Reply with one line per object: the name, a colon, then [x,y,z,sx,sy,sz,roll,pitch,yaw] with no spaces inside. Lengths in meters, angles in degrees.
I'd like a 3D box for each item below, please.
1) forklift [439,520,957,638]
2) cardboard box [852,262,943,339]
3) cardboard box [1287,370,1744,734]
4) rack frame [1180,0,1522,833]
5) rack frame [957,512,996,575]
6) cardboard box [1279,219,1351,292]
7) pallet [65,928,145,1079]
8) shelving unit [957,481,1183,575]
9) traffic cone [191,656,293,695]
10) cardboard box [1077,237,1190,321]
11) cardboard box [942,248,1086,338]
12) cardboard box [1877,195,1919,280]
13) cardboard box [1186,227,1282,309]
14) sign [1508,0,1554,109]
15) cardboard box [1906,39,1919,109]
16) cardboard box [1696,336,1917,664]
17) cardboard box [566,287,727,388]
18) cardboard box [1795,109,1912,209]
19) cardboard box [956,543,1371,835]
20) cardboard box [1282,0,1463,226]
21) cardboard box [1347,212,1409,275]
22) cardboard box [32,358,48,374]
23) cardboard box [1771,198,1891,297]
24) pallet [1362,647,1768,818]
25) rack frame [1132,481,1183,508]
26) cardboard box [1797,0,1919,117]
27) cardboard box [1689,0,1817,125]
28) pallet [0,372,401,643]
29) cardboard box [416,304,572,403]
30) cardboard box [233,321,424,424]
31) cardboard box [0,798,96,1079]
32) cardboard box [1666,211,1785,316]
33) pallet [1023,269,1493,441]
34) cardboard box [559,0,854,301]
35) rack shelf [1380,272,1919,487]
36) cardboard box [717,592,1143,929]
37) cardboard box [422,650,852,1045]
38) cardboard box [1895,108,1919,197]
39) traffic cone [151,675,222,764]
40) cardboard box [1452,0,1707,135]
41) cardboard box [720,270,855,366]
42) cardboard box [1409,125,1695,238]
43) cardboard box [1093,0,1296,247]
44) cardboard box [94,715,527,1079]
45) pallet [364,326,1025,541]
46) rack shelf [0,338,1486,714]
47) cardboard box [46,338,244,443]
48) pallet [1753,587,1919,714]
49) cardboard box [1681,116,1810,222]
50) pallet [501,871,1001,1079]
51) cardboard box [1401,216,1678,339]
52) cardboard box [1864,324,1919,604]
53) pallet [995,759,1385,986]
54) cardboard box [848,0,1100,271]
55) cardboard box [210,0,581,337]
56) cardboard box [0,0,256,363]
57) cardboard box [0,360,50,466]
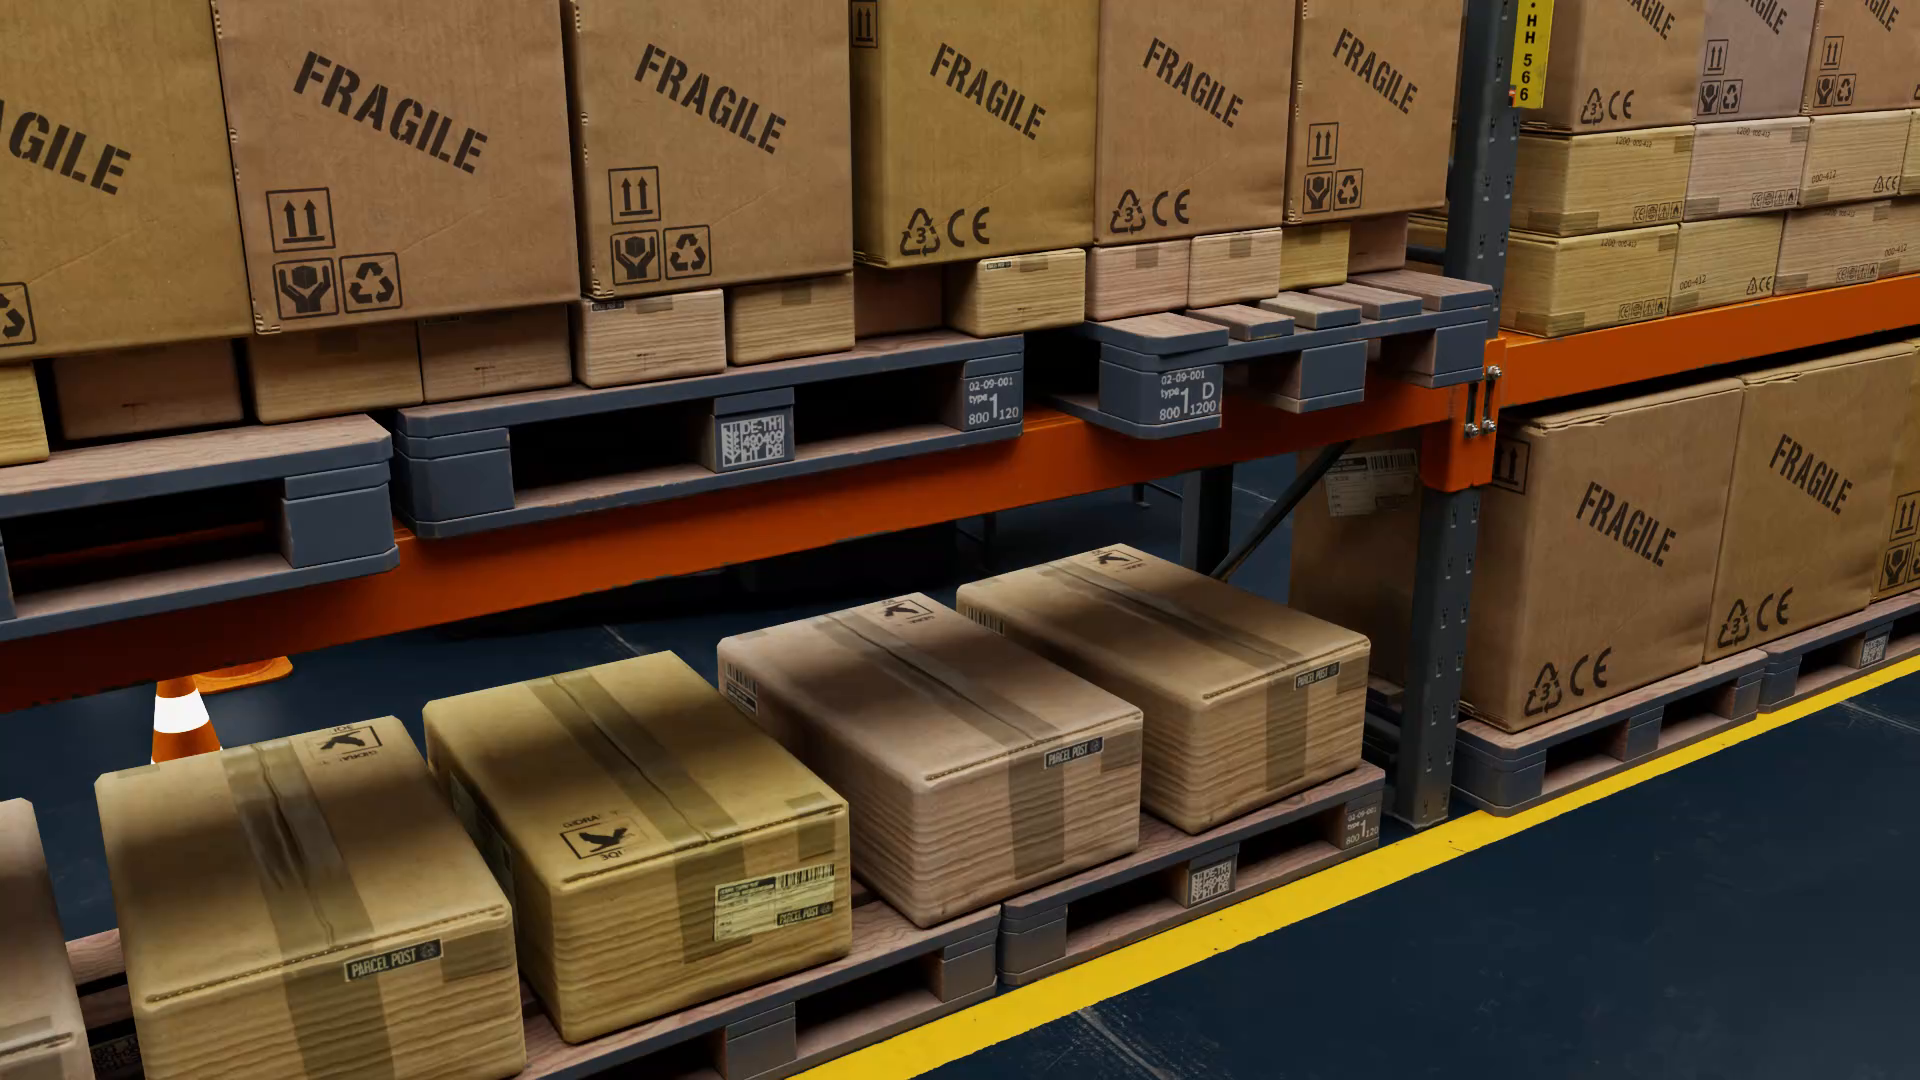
forklift: [-1.589,-1.239,5.833,3.031,2.935,1.130,-5,19,-15]
cardboard box: [-0.237,-0.515,3.321,0.250,0.149,0.380,-12,22,-31]
cardboard box: [1.616,-0.075,4.946,0.875,0.875,0.875,-12,22,-32]
rack frame: [0.993,-0.784,4.379,0.127,3.000,1.000,-12,22,-31]
rack frame: [0.001,-0.649,6.323,0.032,1.500,0.500,-10,21,-28]
cardboard box: [0.665,-0.676,3.798,0.250,0.149,0.380,-12,22,-31]
pallet: [-1.698,1.104,3.148,1.213,0.211,1.003,-12,22,-31]
shelving unit: [0.443,-0.729,6.561,1.048,1.500,0.538,-10,21,-28]
traffic cone: [-2.390,0.211,5.397,0.334,0.463,0.336,-12,22,-31]
cardboard box: [0.264,-0.578,3.506,0.250,0.149,0.380,-13,23,-34]
cardboard box: [0.042,-0.525,3.352,0.250,0.149,0.380,-11,22,-30]
cardboard box: [2.811,-1.005,5.269,0.500,0.250,0.500,-12,22,-31]
cardboard box: [0.479,-0.620,3.631,0.250,0.149,0.380,-12,22,-32]
sign: [1.300,-1.151,3.782,0.005,0.325,0.100,-12,22,-31]
cardboard box: [2.812,-1.591,5.050,0.500,0.500,0.500,-12,22,-31]
cardboard box: [2.363,-0.231,5.407,0.875,0.875,0.875,-12,22,-31]
cardboard box: [-0.608,-0.394,2.963,0.250,0.149,0.380,-11,22,-29]
cardboard box: [2.408,-1.148,4.910,0.500,0.250,0.500,-12,22,-32]
cardboard box: [0.516,0.359,4.446,0.625,0.372,0.950,-14,23,-35]
cardboard box: [0.766,-1.016,3.791,0.500,0.500,0.500,-13,22,-33]
cardboard box: [0.849,-0.743,3.995,0.250,0.149,0.380,-11,22,-29]
cardboard box: [-1.644,-0.420,3.040,0.250,0.149,0.380,-12,22,-32]
cardboard box: [2.401,-0.917,5.009,0.500,0.250,0.500,-11,22,-30]
pallet: [1.693,0.419,5.177,1.213,0.211,1.003,-12,22,-31]
rack frame: [0.885,-0.810,6.799,0.032,1.500,0.500,-10,21,-28]
cardboard box: [2.389,-1.503,4.790,0.500,0.500,0.500,-11,22,-30]
cardboard box: [1.949,-1.416,4.532,0.500,0.500,0.500,-12,22,-31]
pallet: [-1.629,-0.084,2.609,1.213,0.211,1.003,-12,22,-31]
cardboard box: [-0.859,-0.361,2.865,0.250,0.149,0.380,-12,22,-31]
cardboard box: [-1.066,-0.318,2.738,0.250,0.149,0.380,-12,22,-31]
cardboard box: [-1.911,0.874,2.924,0.625,0.372,0.950,-12,22,-31]
cardboard box: [1.959,-0.827,4.740,0.500,0.250,0.500,-13,22,-33]
pallet: [0.457,-0.539,3.954,1.003,0.211,1.213,-12,22,-31]
cardboard box: [-0.537,-0.737,2.966,0.500,0.500,0.500,-13,23,-34]
rack shelf: [2.664,-0.795,5.536,4.000,0.370,1.077,-12,22,-31]
cardboard box: [-0.096,0.491,4.055,0.625,0.372,0.950,-12,22,-32]
cardboard box: [-0.733,0.623,3.665,0.625,0.372,0.950,-11,22,-30]
cardboard box: [2.838,-1.234,5.164,0.500,0.250,0.500,-11,22,-30]
traffic cone: [-2.082,0.530,4.455,0.334,0.463,0.336,-12,22,-31]
cardboard box: [1.540,-1.326,4.266,0.500,0.500,0.500,-13,22,-33]
cardboard box: [-0.402,-0.449,3.125,0.250,0.149,0.380,-13,22,-33]
cardboard box: [1.552,-0.973,4.391,0.500,0.250,0.500,-12,22,-32]
cardboard box: [0.341,-0.922,3.513,0.500,0.500,0.500,-12,22,-32]
cardboard box: [-1.312,0.746,3.301,0.625,0.372,0.950,-10,21,-28]
pallet: [-0.638,-0.333,3.346,1.213,0.211,1.003,-12,22,-31]
rack shelf: [-0.677,-0.090,3.452,4.000,0.370,1.077,-12,22,-31]
cardboard box: [-1.304,-0.284,2.637,0.250,0.149,0.380,-10,21,-28]
pallet: [2.711,0.205,5.808,1.213,0.211,1.003,-12,22,-31]
cardboard box: [1.984,-1.063,4.660,0.500,0.250,0.500,-11,22,-30]
pallet: [-0.678,0.888,3.788,1.213,0.211,1.003,-12,22,-31]
cardboard box: [1.540,-0.731,4.459,0.500,0.250,0.500,-12,22,-32]
cardboard box: [3.110,-0.389,5.873,0.875,0.875,0.875,-11,22,-30]
pallet: [0.340,0.675,4.419,1.213,0.211,1.003,-12,22,-31]
cardboard box: [-0.080,-0.833,3.249,0.500,0.500,0.500,-14,23,-35]
cardboard box: [-0.960,-0.644,2.689,0.500,0.500,0.500,-12,22,-32]
cardboard box: [-1.380,-0.560,2.443,0.500,0.500,0.500,-12,22,-31]
cardboard box: [-1.499,-0.213,2.429,0.250,0.149,0.380,-11,22,-30]
